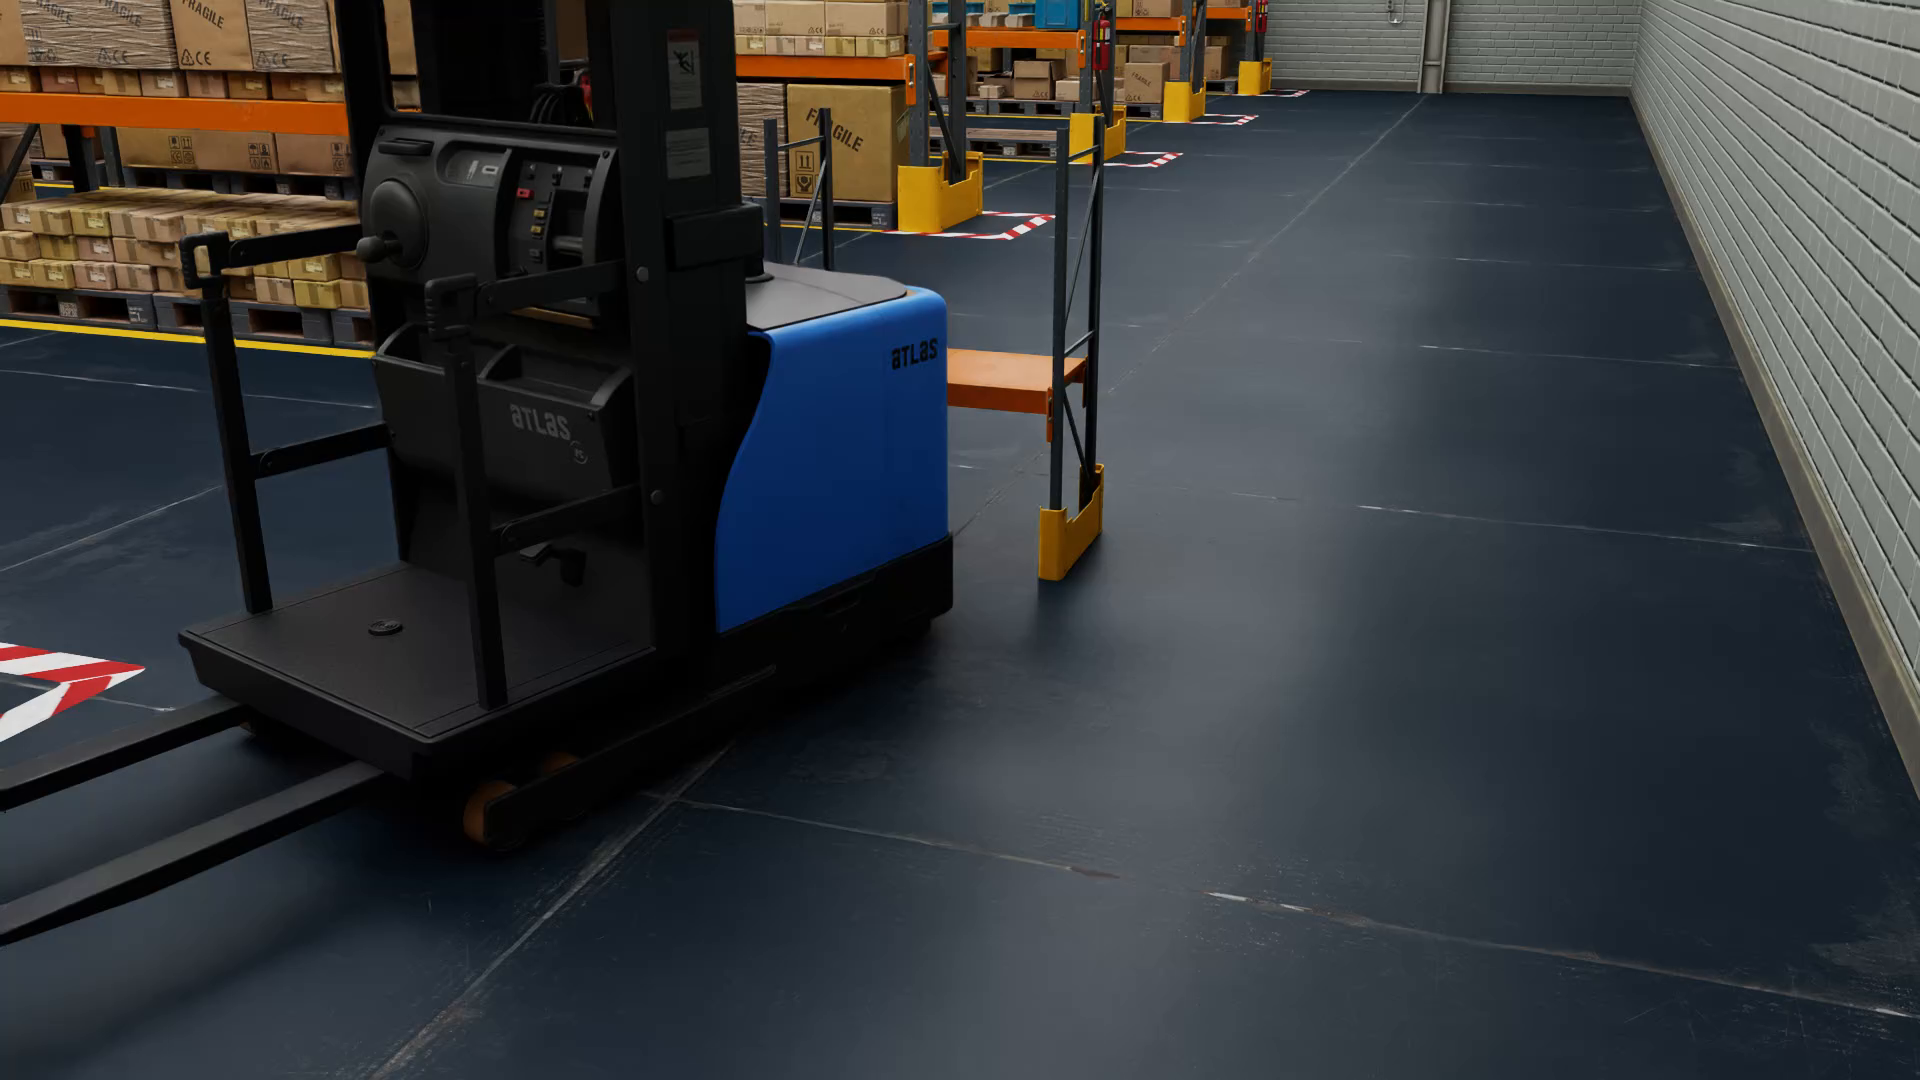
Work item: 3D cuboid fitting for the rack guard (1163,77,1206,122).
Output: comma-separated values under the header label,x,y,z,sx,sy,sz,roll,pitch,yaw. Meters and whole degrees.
label,x,y,z,sx,sy,sz,roll,pitch,yaw
rack guard,3.012,-5.903,22.252,0.348,0.500,1.175,7,20,18

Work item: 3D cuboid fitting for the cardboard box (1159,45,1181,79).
label,x,y,z,sx,sy,sz,roll,pitch,yaw
cardboard box,3.539,-7.733,26.862,0.500,0.500,0.700,6,20,18

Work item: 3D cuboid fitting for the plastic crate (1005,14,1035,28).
label,x,y,z,sx,sy,sz,roll,pitch,yaw
plastic crate,0.625,-5.471,17.525,0.243,0.136,0.396,7,20,18

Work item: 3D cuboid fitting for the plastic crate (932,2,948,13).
label,x,y,z,sx,sy,sz,roll,pitch,yaw
plastic crate,-0.198,-5.789,18.289,0.300,0.233,0.416,7,20,18

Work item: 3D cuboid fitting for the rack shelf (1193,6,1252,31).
label,x,y,z,sx,sy,sz,roll,pitch,yaw
rack shelf,2.817,-8.492,26.975,4.000,0.370,1.077,7,20,18

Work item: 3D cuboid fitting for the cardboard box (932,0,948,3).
label,x,y,z,sx,sy,sz,roll,pitch,yaw
cardboard box,-0.303,-7.415,22.640,0.500,0.500,0.500,7,20,19

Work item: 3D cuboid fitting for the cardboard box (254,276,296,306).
label,x,y,z,sx,sy,sz,roll,pitch,yaw
cardboard box,-3.708,-1.427,9.305,0.250,0.149,0.380,7,20,19

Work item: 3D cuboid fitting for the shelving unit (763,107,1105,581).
label,x,y,z,sx,sy,sz,roll,pitch,yaw
shelving unit,-0.072,-0.716,5.853,1.083,1.500,0.587,7,20,18

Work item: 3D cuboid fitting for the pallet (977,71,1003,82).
label,x,y,z,sx,sy,sz,roll,pitch,yaw
pallet,0.174,-7.791,28.108,1.213,0.211,1.003,7,20,18

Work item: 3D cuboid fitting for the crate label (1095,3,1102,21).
label,x,y,z,sx,sy,sz,roll,pitch,yaw
crate label,1.330,-5.614,17.788,0.303,0.233,0.416,7,20,18

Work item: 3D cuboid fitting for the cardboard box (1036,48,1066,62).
label,x,y,z,sx,sy,sz,roll,pitch,yaw
cardboard box,1.600,-7.954,27.496,0.500,0.500,0.700,7,20,19

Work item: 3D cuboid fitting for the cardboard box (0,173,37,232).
label,x,y,z,sx,sy,sz,roll,pitch,yaw
cardboard box,-6.283,-2.077,10.637,0.500,0.500,0.500,7,21,20

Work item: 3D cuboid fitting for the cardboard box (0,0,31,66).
label,x,y,z,sx,sy,sz,roll,pitch,yaw
cardboard box,-5.287,-2.952,9.385,0.500,0.500,0.500,6,20,17

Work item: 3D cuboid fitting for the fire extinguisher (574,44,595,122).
label,x,y,z,sx,sy,sz,roll,pitch,yaw
fire extinguisher,-1.807,-2.081,8.174,0.183,0.674,0.296,7,20,18

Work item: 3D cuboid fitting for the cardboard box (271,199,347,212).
label,x,y,z,sx,sy,sz,roll,pitch,yaw
cardboard box,-3.796,-1.893,9.740,0.250,0.149,0.380,7,20,18

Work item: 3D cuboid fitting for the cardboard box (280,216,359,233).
label,x,y,z,sx,sy,sz,roll,pitch,yaw
cardboard box,-3.478,-1.669,9.096,0.250,0.149,0.380,7,21,20

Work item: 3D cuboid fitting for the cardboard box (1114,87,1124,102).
label,x,y,z,sx,sy,sz,roll,pitch,yaw
cardboard box,2.136,-5.999,22.366,0.250,0.166,0.380,7,20,18

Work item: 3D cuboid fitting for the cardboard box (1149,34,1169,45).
label,x,y,z,sx,sy,sz,roll,pitch,yaw
cardboard box,3.240,-8.143,27.053,0.250,0.149,0.380,7,20,19

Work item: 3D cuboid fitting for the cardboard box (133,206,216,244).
label,x,y,z,sx,sy,sz,roll,pitch,yaw
cardboard box,-4.452,-1.794,9.455,0.250,0.149,0.380,7,20,19

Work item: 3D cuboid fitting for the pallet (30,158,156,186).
label,x,y,z,sx,sy,sz,roll,pitch,yaw
pallet,-8.465,-3.628,16.164,1.213,0.211,1.003,7,20,18

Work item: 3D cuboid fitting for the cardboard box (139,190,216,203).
label,x,y,z,sx,sy,sz,roll,pitch,yaw
cardboard box,-4.759,-2.032,10.139,0.250,0.149,0.380,6,20,18

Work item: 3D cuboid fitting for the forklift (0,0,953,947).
label,x,y,z,sx,sy,sz,roll,pitch,yaw
forklift,-1.318,-0.826,3.993,1.130,2.935,3.031,14,24,35

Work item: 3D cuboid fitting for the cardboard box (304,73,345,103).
label,x,y,z,sx,sy,sz,roll,pitch,yaw
cardboard box,-3.247,-2.412,8.821,0.250,0.149,0.380,6,20,16

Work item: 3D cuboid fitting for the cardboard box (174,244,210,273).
label,x,y,z,sx,sy,sz,roll,pitch,yaw
cardboard box,-4.201,-1.622,9.414,0.250,0.149,0.380,6,20,18

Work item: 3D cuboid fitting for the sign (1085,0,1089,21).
label,x,y,z,sx,sy,sz,roll,pitch,yaw
sign,1.290,-5.440,16.878,0.005,0.325,0.100,7,20,18

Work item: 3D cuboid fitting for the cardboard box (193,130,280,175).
label,x,y,z,sx,sy,sz,roll,pitch,yaw
cardboard box,-6.243,-3.875,15.227,0.875,0.875,1.225,7,20,18

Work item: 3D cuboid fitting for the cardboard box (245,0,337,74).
label,x,y,z,sx,sy,sz,roll,pitch,yaw
cardboard box,-3.370,-2.730,8.747,0.500,0.500,0.500,7,20,18

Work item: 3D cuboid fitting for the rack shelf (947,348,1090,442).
label,x,y,z,sx,sy,sz,roll,pitch,yaw
rack shelf,-0.081,-0.548,5.915,1.000,0.185,0.538,7,20,18

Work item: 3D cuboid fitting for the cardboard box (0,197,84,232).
label,x,y,z,sx,sy,sz,roll,pitch,yaw
cardboard box,-5.415,-1.928,9.840,0.250,0.149,0.380,7,21,20

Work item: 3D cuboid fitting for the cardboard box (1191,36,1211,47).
label,x,y,z,sx,sy,sz,roll,pitch,yaw
cardboard box,3.831,-7.942,26.478,0.250,0.149,0.380,6,20,17

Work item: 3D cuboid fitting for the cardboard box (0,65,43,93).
label,x,y,z,sx,sy,sz,roll,pitch,yaw
cardboard box,-5.244,-2.641,9.477,0.250,0.149,0.380,7,20,20

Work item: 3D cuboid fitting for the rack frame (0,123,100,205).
label,x,y,z,sx,sy,sz,roll,pitch,yaw
rack frame,-5.672,-2.897,9.829,0.127,3.000,1.000,7,20,18

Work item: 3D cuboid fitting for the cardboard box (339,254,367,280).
label,x,y,z,sx,sy,sz,roll,pitch,yaw
cardboard box,-3.198,-1.542,9.184,0.250,0.149,0.380,6,20,17

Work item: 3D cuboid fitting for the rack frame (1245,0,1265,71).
label,x,y,z,sx,sy,sz,roll,pitch,yaw
rack frame,4.706,-8.616,26.237,0.127,3.000,1.000,7,20,18

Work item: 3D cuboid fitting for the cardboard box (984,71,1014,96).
label,x,y,z,sx,sy,sz,roll,pitch,yaw
cardboard box,0.645,-6.391,23.271,0.500,0.311,0.500,7,20,18

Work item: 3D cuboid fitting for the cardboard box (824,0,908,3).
label,x,y,z,sx,sy,sz,roll,pitch,yaw
cardboard box,-0.717,-4.390,12.751,0.500,0.500,0.500,7,20,19

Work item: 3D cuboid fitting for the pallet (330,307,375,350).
label,x,y,z,sx,sy,sz,roll,pitch,yaw
pallet,-2.721,-1.255,9.355,1.213,0.211,1.003,7,20,18

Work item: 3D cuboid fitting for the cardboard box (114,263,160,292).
label,x,y,z,sx,sy,sz,roll,pitch,yaw
cardboard box,-4.674,-1.558,9.682,0.250,0.149,0.380,6,20,17

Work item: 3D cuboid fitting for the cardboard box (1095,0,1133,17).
label,x,y,z,sx,sy,sz,roll,pitch,yaw
cardboard box,2.080,-7.141,21.855,0.500,0.500,0.500,7,20,19

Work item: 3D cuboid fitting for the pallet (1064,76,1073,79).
label,x,y,z,sx,sy,sz,roll,pitch,yaw
pallet,1.620,-7.625,27.630,1.213,0.211,1.003,7,20,18

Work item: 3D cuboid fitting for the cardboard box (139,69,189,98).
label,x,y,z,sx,sy,sz,roll,pitch,yaw
cardboard box,-4.252,-2.519,9.126,0.250,0.149,0.380,7,21,20

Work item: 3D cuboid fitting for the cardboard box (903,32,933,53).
label,x,y,z,sx,sy,sz,roll,pitch,yaw
cardboard box,-0.398,-4.018,13.428,0.250,0.149,0.380,7,20,19

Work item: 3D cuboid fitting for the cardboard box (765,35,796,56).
label,x,y,z,sx,sy,sz,roll,pitch,yaw
cardboard box,-1.334,-3.896,13.077,0.250,0.149,0.380,7,20,19

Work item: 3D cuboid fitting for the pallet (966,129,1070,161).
label,x,y,z,sx,sy,sz,roll,pitch,yaw
pallet,0.689,-4.320,18.149,1.213,0.211,1.003,7,20,18

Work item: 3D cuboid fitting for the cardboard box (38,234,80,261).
label,x,y,z,sx,sy,sz,roll,pitch,yaw
cardboard box,-5.166,-1.751,9.784,0.250,0.149,0.380,7,20,18
